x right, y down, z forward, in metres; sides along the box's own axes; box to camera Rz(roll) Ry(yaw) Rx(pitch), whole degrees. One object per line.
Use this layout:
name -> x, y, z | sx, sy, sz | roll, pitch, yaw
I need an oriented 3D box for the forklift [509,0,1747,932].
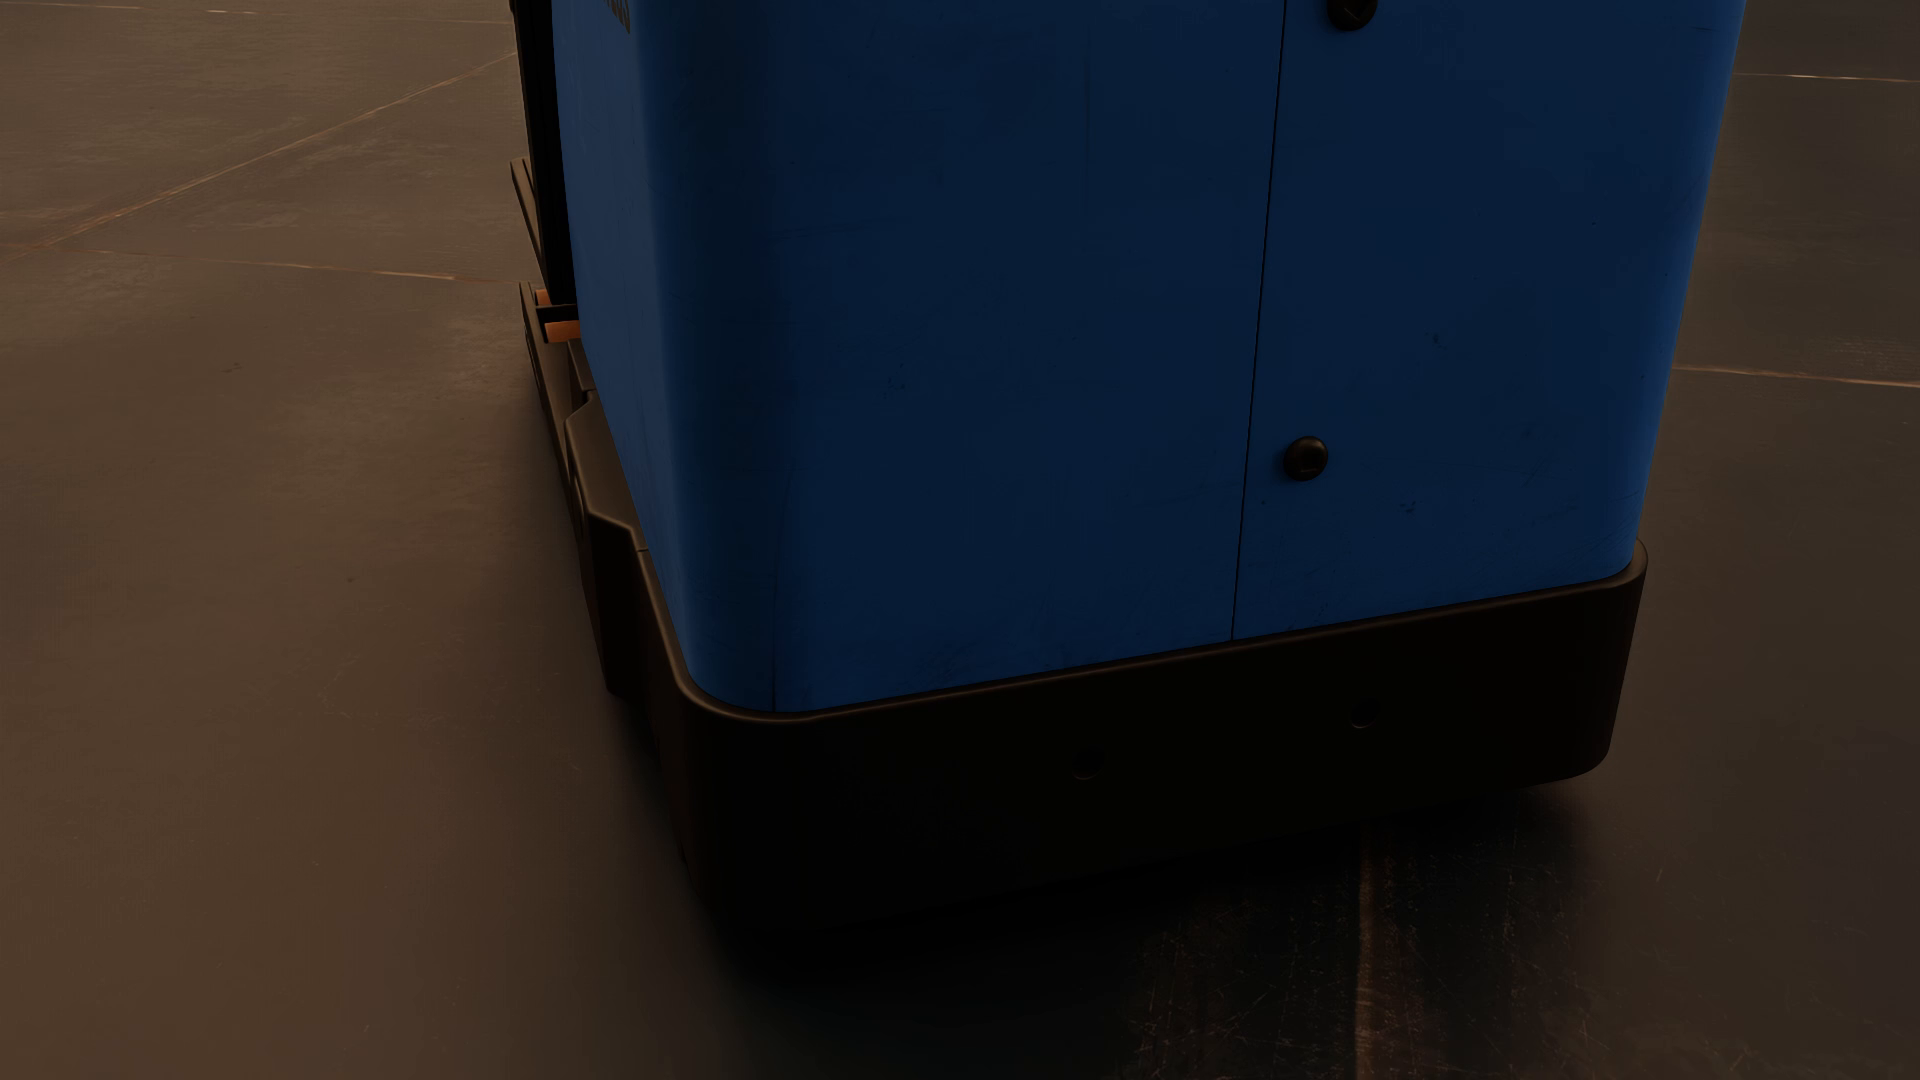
forklift -> -0.187, -1.577, 2.371 | 1.130, 2.935, 3.031 | -8, 28, -16
